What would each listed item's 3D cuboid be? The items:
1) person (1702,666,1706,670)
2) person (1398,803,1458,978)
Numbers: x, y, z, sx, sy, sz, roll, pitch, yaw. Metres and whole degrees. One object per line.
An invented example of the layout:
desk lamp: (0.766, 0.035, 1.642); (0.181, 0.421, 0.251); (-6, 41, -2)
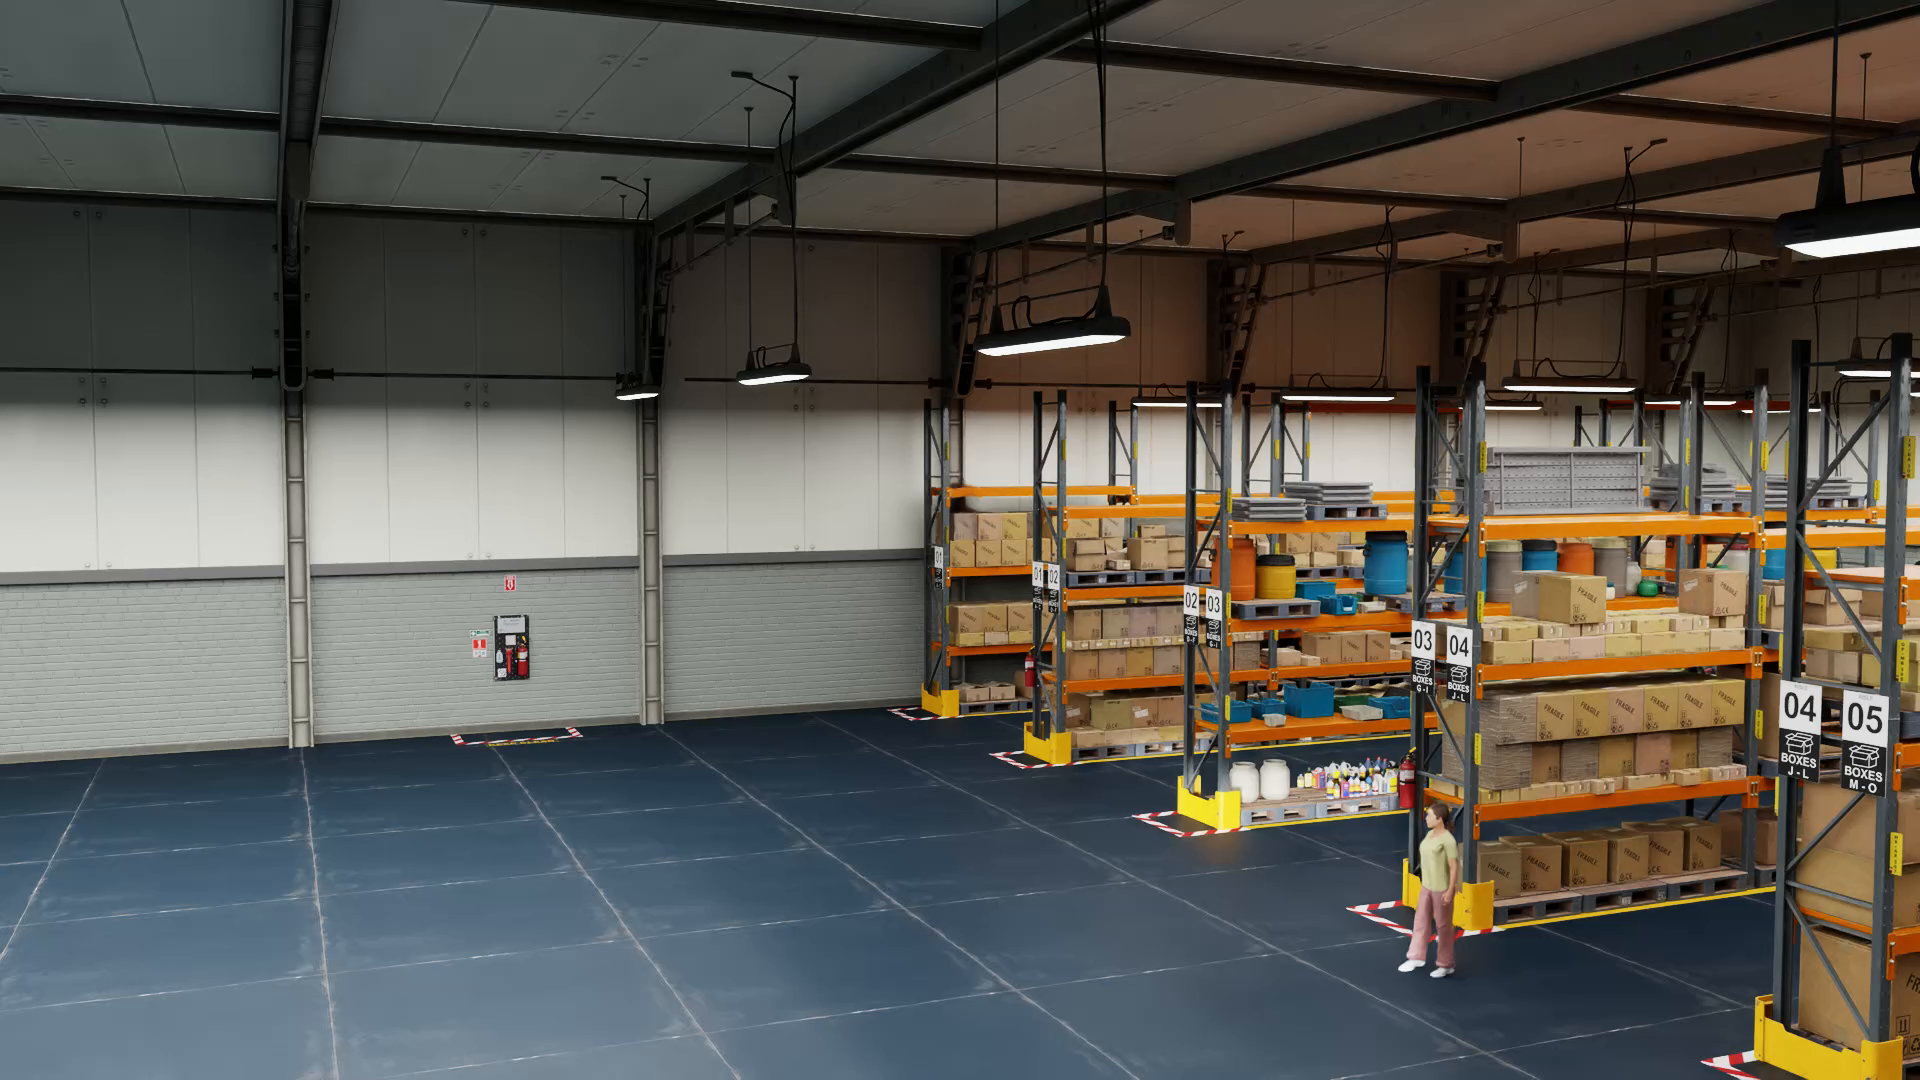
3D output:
person: (17.027, 2.144, 37.502); (0.955, 1.614, 0.533); (-2, 4, -30)
person: (4.569, 3.389, 16.132); (0.483, 1.691, 0.520); (-1, 3, -14)
